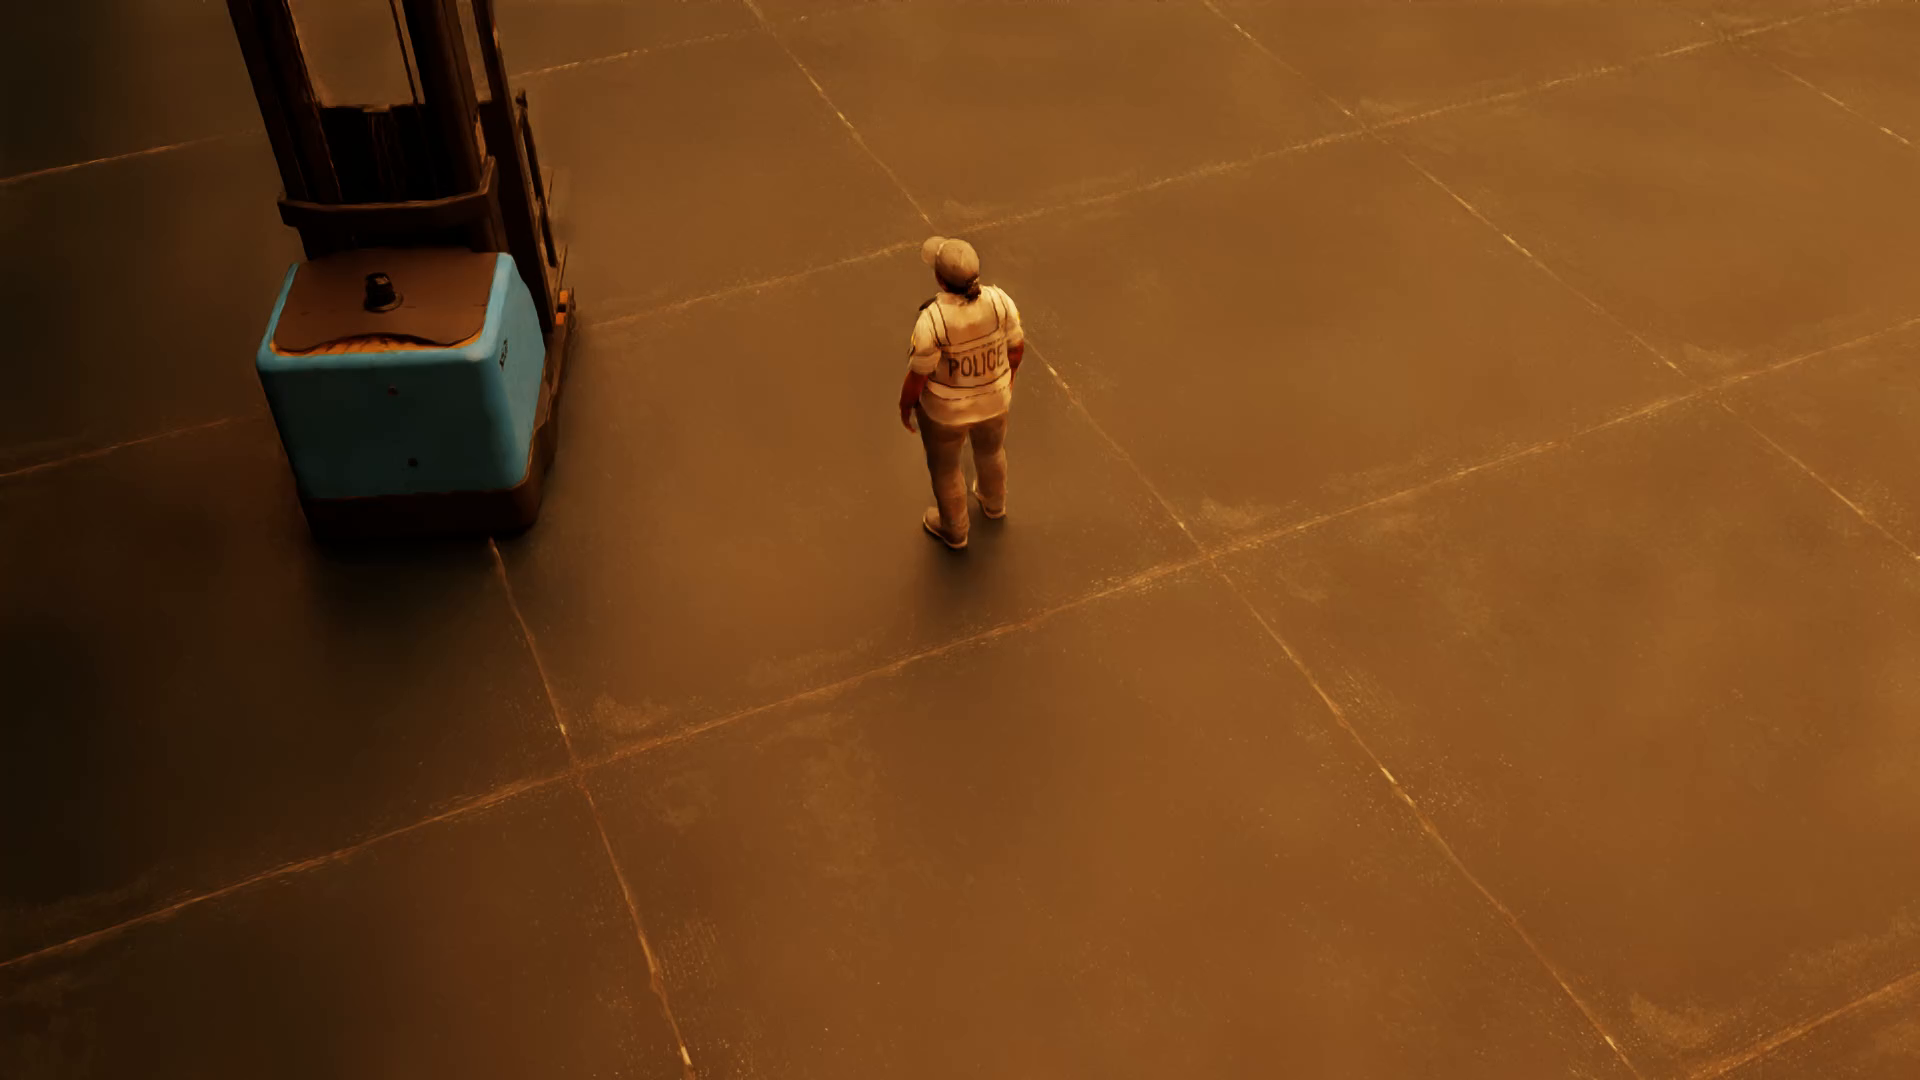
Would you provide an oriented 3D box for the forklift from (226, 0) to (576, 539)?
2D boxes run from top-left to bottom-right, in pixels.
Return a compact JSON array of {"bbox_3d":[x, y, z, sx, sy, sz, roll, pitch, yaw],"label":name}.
[{"bbox_3d":[-2.640,-2.075,7.904,1.130,2.935,3.031,-3,43,-4],"label":"forklift"}]

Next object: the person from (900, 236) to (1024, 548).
[{"bbox_3d":[-0.012,-0.668,7.313,0.598,1.669,0.529,-18,46,-18],"label":"person"}]
